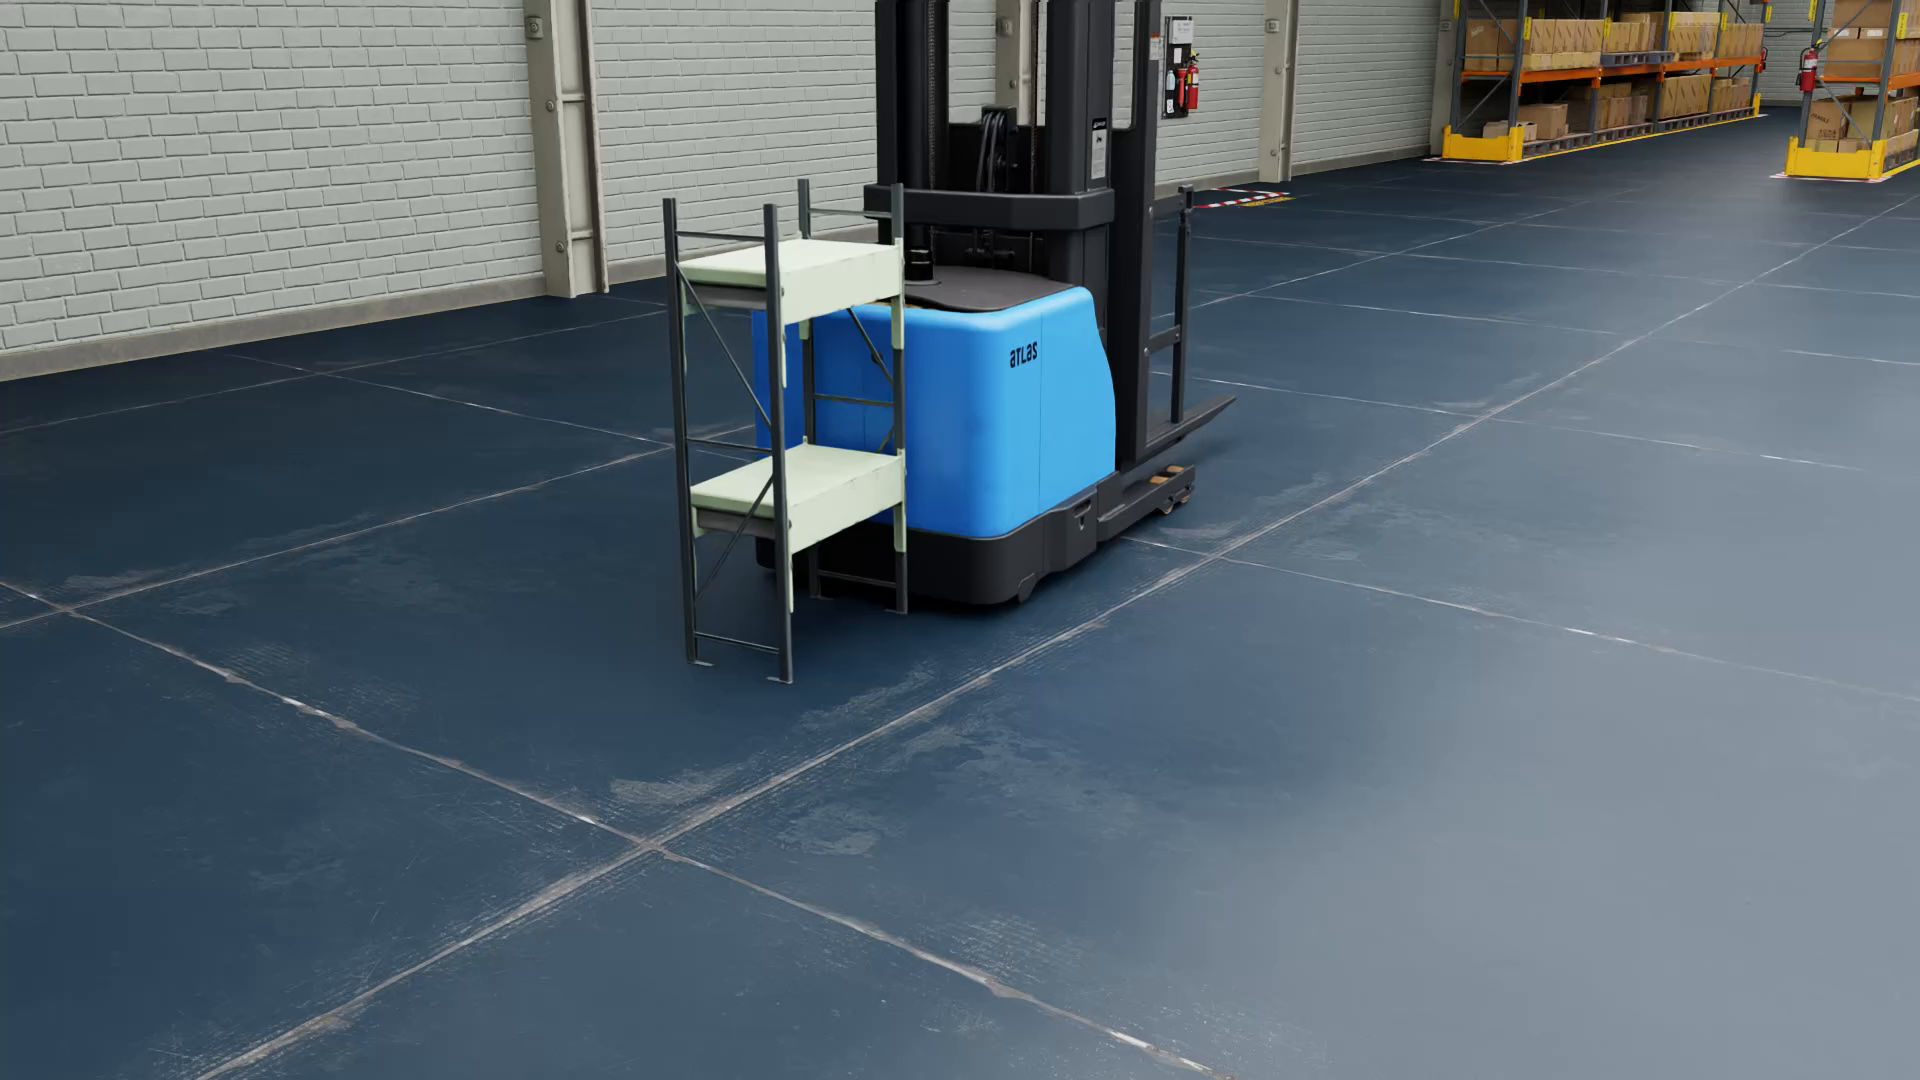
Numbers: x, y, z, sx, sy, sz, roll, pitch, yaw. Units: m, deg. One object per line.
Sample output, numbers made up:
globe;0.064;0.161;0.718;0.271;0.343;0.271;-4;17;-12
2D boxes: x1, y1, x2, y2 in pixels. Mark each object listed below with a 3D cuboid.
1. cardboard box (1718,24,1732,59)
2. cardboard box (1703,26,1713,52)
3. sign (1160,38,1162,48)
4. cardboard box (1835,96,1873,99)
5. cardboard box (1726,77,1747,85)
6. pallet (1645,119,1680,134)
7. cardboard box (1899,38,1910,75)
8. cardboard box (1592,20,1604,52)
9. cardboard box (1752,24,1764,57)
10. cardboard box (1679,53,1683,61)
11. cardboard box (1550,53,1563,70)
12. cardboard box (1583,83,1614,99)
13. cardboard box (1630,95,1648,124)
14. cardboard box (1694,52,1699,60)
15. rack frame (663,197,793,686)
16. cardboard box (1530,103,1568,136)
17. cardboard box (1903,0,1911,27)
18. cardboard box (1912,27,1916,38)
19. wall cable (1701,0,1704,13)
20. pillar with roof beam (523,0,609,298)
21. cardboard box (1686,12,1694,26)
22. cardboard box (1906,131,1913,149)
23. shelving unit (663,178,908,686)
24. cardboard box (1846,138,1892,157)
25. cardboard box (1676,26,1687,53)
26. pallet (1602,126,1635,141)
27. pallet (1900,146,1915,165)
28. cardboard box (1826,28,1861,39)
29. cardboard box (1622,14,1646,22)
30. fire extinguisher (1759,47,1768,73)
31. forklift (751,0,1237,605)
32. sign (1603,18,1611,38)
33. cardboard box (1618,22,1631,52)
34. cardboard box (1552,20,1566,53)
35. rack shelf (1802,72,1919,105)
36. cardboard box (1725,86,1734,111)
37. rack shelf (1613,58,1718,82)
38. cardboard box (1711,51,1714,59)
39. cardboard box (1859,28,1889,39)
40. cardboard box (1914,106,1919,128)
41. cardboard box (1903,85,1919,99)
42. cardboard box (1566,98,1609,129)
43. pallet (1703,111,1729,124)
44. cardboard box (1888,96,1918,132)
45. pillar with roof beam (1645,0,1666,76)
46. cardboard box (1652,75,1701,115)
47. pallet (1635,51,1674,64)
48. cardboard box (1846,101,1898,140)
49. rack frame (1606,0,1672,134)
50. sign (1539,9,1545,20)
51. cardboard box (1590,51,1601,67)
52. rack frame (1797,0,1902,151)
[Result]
cardboard box;15.513;-10.447;34.820;0.980;0.700;0.700;13;21;36
cardboard box;14.808;-10.099;33.502;0.500;0.500;0.500;13;21;35
sign;2.269;-5.784;19.357;0.001;0.109;0.331;12;21;35
cardboard box;13.267;-6.349;24.796;0.500;0.500;0.500;12;21;35
cardboard box;17.142;-10.138;36.746;0.380;0.149;0.250;13;22;36
pallet;13.324;-8.067;32.365;1.003;0.211;1.213;12;21;35
cardboard box;13.216;-6.970;23.963;0.700;0.500;0.500;13;22;36
cardboard box;10.377;-8.400;27.692;0.500;0.500;0.500;12;21;35
cardboard box;17.264;-11.150;37.085;0.980;0.700;0.700;14;22;37
cardboard box;13.920;-9.463;32.548;0.380;0.149;0.250;13;21;36
cardboard box;9.179;-7.563;26.261;0.500;0.250;0.500;12;21;34
cardboard box;11.402;-8.054;29.831;0.500;0.250;0.500;12;21;33
cardboard box;12.406;-8.060;31.114;0.700;0.500;0.500;13;21;35
cardboard box;14.572;-9.698;33.306;0.380;0.149;0.250;12;21;35
rack frame;-0.713;-0.286;5.136;0.400;1.500;0.023;9;19;27
cardboard box;9.824;-7.034;27.809;0.500;0.500;0.500;11;20;31
cardboard box;12.936;-7.480;23.416;0.700;0.500;0.500;13;21;35
cardboard box;13.487;-7.286;23.886;0.380;0.149;0.250;13;22;36
wall cable;17.563;-12.087;38.896;0.084;1.984;1.851;12;21;35
pillar with roof beam;0.482;-5.456;9.138;9.100;9.000;0.400;12;21;35
cardboard box;13.885;-10.092;32.217;0.500;0.250;0.500;13;21;35
cardboard box;13.984;-6.018;24.994;0.500;0.250;0.500;12;21;35
shelving unit;-0.540;-0.382;5.444;0.431;1.500;0.755;9;19;27
cardboard box;12.801;-5.540;23.454;0.500;0.250;0.500;12;21;35
cardboard box;13.608;-9.617;31.951;0.500;0.500;0.500;13;22;36
pallet;11.599;-7.417;30.273;1.003;0.211;1.213;12;21;35
pallet;13.883;-5.884;25.334;1.003;0.211;1.213;12;21;35
cardboard box;12.082;-6.927;22.729;0.380;0.149;0.250;12;21;34
cardboard box;12.432;-9.625;30.677;0.380;0.149;0.250;9;19;26
fire extinguisher;18.021;-10.869;37.446;0.296;0.674;0.183;12;21;35
forklift;0.374;-1.563;6.836;1.130;2.935;3.031;9;19;27
sign;10.851;-8.591;27.891;0.100;0.325;0.005;12;21;35
cardboard box;11.447;-8.939;29.560;0.700;0.500;0.500;16;24;42
cardboard box;9.168;-7.913;26.124;0.500;0.500;0.500;12;21;33
rack shelf;13.199;-6.577;24.079;1.077;0.370;4.000;12;21;35
cardboard box;16.314;-9.585;36.057;0.700;0.500;0.500;13;21;36
rack shelf;13.985;-9.357;33.031;1.077;0.370;4.000;12;21;35
cardboard box;15.203;-9.936;34.072;0.380;0.149;0.250;13;21;35
cardboard box;12.414;-6.857;22.506;0.380;0.149;0.250;12;21;34
cardboard box;14.837;-6.607;25.944;0.500;0.311;0.500;13;21;35
cardboard box;17.173;-8.003;29.665;0.500;0.250;0.500;13;22;37
cardboard box;11.103;-7.598;29.626;0.700;0.500;0.500;12;21;34
pallet;15.693;-9.013;35.410;1.003;0.211;1.213;12;21;35
cardboard box;13.983;-6.377;24.884;0.500;0.500;0.500;12;21;35
pillar with roof beam;18.357;-12.601;32.148;9.100;9.000;0.400;12;21;35
cardboard box;14.367;-8.961;33.459;0.750;0.750;0.750;13;22;36
pallet;12.454;-8.944;30.811;1.213;0.211;1.003;12;21;35
cardboard box;12.802;-5.898;23.342;0.500;0.500;0.500;12;21;35
rack frame;12.794;-9.224;31.390;1.000;3.000;0.127;12;21;35
sign;9.962;-8.922;28.463;0.100;0.325;0.005;12;21;35
cardboard box;10.371;-8.043;27.806;0.500;0.250;0.500;12;21;35
rack frame;12.007;-6.444;22.438;1.000;3.000;0.127;12;21;35
